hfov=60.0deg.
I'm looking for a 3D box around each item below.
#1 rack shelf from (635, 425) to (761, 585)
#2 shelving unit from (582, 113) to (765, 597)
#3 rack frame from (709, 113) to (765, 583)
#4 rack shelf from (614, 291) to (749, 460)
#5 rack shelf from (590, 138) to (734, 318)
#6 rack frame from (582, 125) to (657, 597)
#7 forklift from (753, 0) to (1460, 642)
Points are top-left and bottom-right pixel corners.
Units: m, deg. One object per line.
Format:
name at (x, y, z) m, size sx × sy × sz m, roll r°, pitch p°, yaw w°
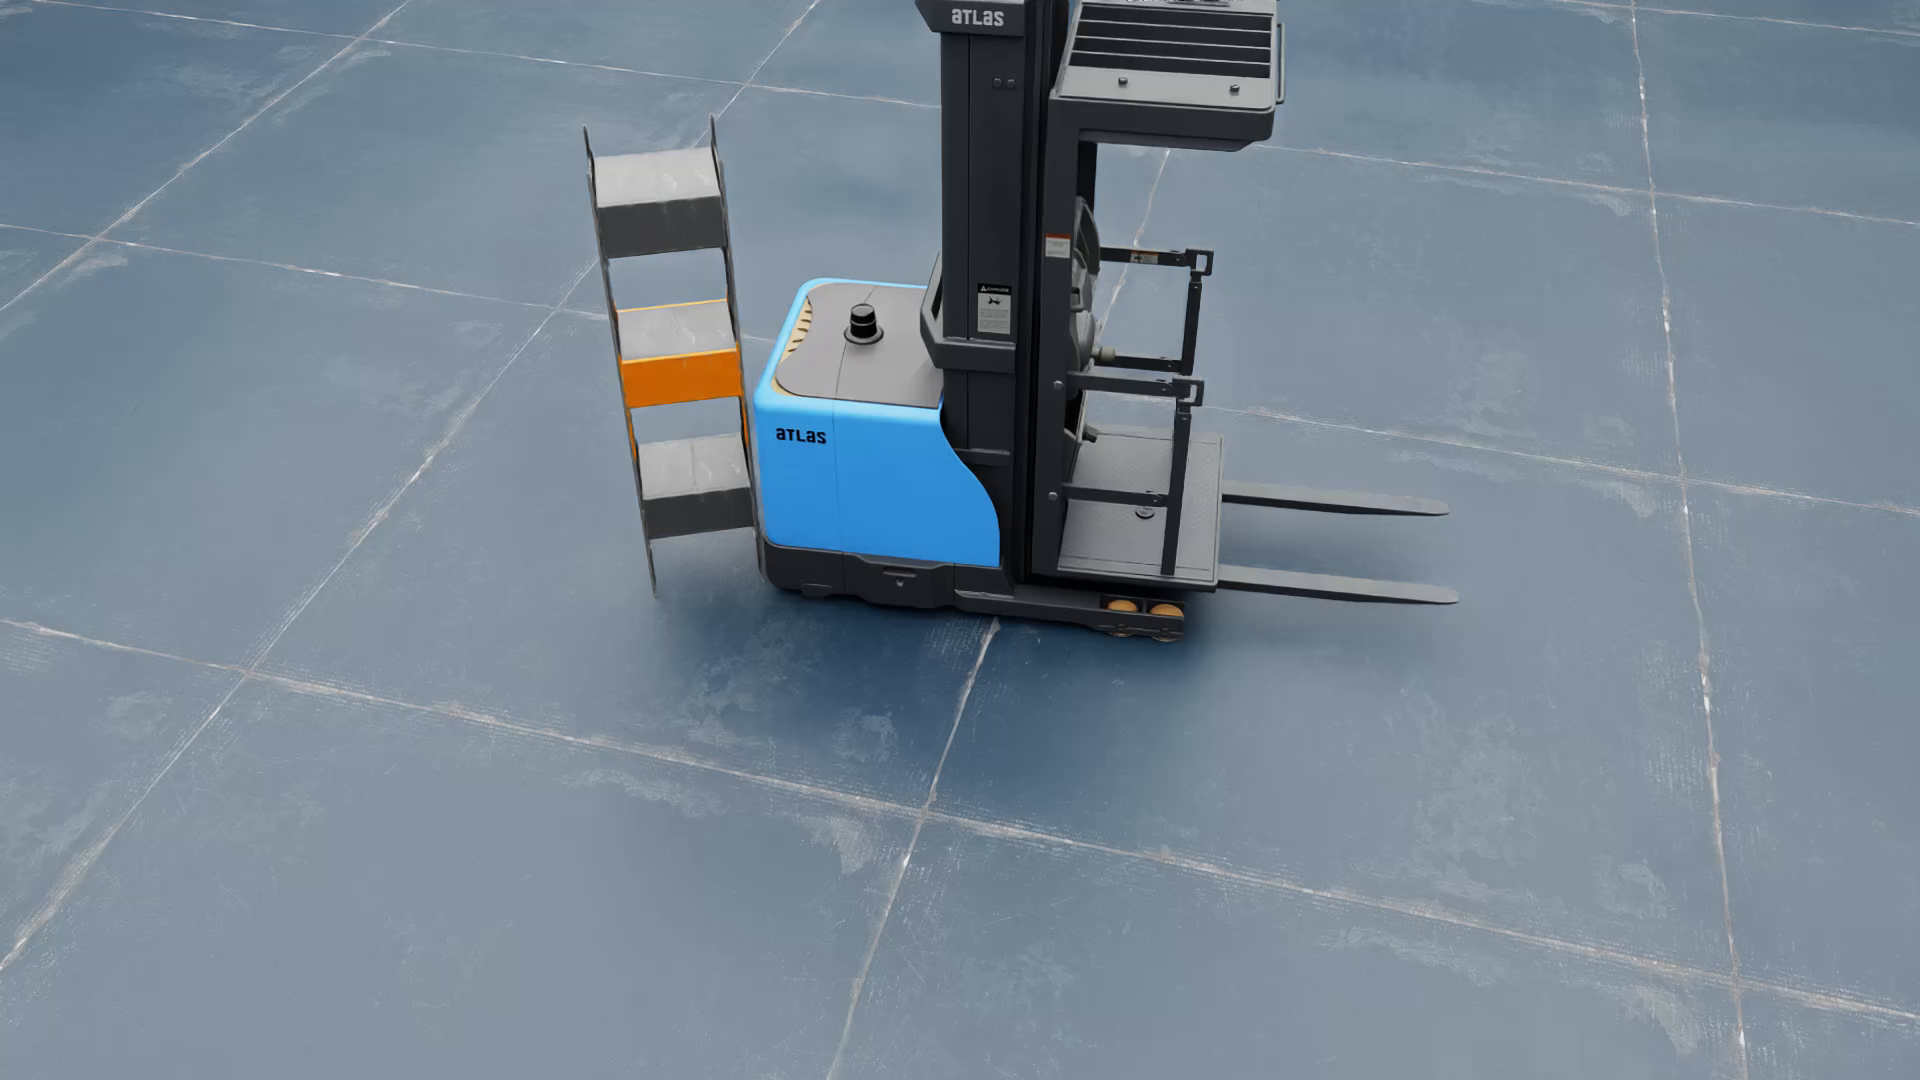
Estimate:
rack shelf at (-1.170, -0.158, 7.439) m, size 0.480 × 0.518 × 0.431 m, roll -8°, pitch 41°, yaw -9°
shelving unit at (-1.170, -0.704, 6.980) m, size 0.503 × 2.100 × 0.431 m, roll -8°, pitch 41°, yaw -9°
rack frame at (-0.931, -0.736, 7.017) m, size 0.015 × 2.100 × 0.400 m, roll -8°, pitch 41°, yaw -9°
rack shelf at (-1.170, -0.693, 6.988) m, size 0.480 × 0.518 × 0.431 m, roll -8°, pitch 41°, yaw -9°
rack shelf at (-1.170, -1.229, 6.538) m, size 0.480 × 0.518 × 0.431 m, roll -8°, pitch 41°, yaw -9°
rack frame at (-1.409, -0.672, 6.942) m, size 0.015 × 2.100 × 0.400 m, roll -8°, pitch 41°, yaw -9°
forklift at (0.693, -1.047, 6.742) m, size 3.031 × 2.935 × 1.130 m, roll 6°, pitch 40°, yaw 7°
